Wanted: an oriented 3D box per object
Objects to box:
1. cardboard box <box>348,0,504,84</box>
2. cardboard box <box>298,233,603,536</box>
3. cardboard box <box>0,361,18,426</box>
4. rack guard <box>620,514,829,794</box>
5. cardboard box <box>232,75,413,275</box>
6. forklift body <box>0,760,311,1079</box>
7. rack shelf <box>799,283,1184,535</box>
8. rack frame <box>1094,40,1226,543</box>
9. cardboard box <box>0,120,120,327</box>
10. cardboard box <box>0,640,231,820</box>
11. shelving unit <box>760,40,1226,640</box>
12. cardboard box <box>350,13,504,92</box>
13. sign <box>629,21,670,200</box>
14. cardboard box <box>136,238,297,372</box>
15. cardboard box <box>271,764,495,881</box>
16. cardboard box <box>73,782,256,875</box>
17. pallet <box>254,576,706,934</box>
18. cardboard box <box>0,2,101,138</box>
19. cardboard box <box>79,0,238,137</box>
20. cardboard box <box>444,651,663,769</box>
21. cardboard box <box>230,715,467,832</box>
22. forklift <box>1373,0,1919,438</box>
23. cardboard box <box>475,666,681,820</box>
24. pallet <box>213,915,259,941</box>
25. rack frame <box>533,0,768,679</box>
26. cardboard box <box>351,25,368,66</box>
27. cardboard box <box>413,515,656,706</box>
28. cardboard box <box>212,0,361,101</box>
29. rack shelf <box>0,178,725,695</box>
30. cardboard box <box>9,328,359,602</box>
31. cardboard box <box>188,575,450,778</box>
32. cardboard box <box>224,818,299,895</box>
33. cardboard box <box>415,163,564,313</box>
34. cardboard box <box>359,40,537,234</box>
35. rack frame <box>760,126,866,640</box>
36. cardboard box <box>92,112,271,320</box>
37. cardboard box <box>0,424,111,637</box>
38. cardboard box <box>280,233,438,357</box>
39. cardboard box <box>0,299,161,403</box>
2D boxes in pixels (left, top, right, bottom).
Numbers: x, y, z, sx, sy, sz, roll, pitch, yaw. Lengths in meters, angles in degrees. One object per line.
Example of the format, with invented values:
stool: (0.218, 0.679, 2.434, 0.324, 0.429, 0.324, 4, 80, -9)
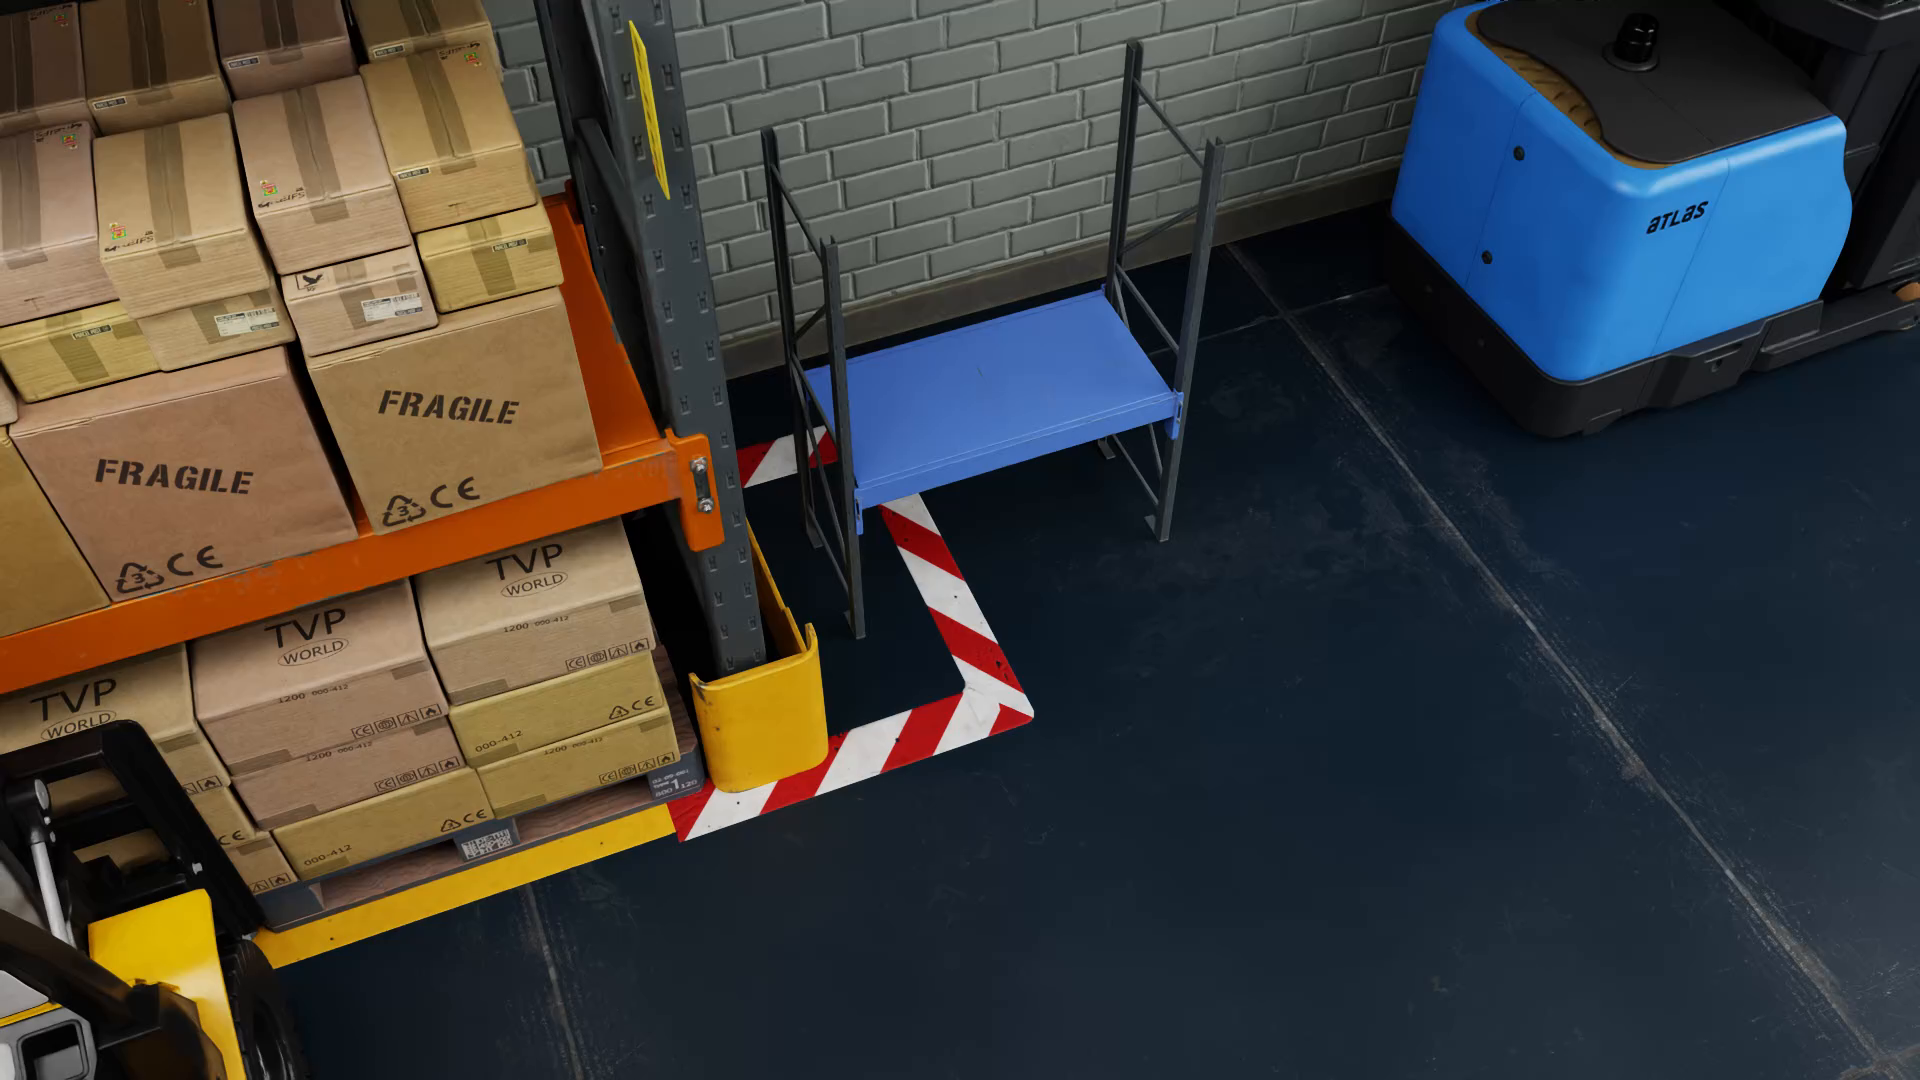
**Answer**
cardboard box: (-1.148, -1.102, 3.529, 0.250, 0.149, 0.380, -18, 52, -15)
cardboard box: (-1.112, -0.414, 3.563, 0.500, 0.500, 0.500, -18, 52, -15)
cardboard box: (-1.923, -0.356, 3.085, 0.250, 0.149, 0.380, -19, 52, -15)
rack guard: (-0.734, 0.100, 4.834, 0.348, 0.500, 1.175, -17, 52, -14)
cardboard box: (-1.224, -0.705, 3.188, 0.250, 0.149, 0.380, -17, 51, -14)
forklift body: (-1.822, 1.394, 2.635, 1.214, 2.155, 2.313, -17, 52, -14)
rack shelf: (0.079, -0.396, 4.838, 1.000, 0.185, 0.538, -17, 52, -14)
rack frame: (0.550, -0.659, 4.827, 0.032, 1.500, 0.500, -17, 52, -14)
cardboard box: (-1.715, -0.592, 3.091, 0.250, 0.149, 0.380, -17, 51, -14)
cardboard box: (-1.998, 0.379, 3.823, 0.500, 0.250, 0.500, -17, 51, -14)
shelving unit: (0.079, -0.513, 4.702, 1.048, 1.500, 0.538, -17, 52, -14)
cardboard box: (-1.168, -1.036, 3.669, 0.250, 0.149, 0.380, -18, 52, -15)
sign: (-0.564, -0.777, 3.020, 0.005, 0.325, 0.100, -17, 52, -14)
cardboard box: (-1.460, -0.529, 3.234, 0.250, 0.149, 0.380, -16, 51, -14)
cardboard box: (-1.535, 0.544, 4.341, 0.500, 0.250, 0.500, -17, 52, -14)
cardboard box: (-2.027, 0.547, 4.009, 0.500, 0.250, 0.500, -18, 52, -15)
pallet: (-1.448, 0.450, 4.724, 1.213, 0.211, 1.003, -17, 52, -14)
cardboard box: (-1.876, -0.904, 3.360, 0.250, 0.149, 0.380, -17, 51, -14)
cardboard box: (-1.642, -0.965, 3.412, 0.250, 0.149, 0.380, -16, 51, -14)
cardboard box: (-1.088, 0.248, 4.266, 0.500, 0.250, 0.500, -18, 52, -15)
cardboard box: (-1.557, 0.384, 4.149, 0.500, 0.250, 0.500, -18, 52, -15)
forklift: (3.057, -2.047, 5.076, 3.031, 2.935, 1.130, -19, 52, -15)
cardboard box: (-1.071, 0.408, 4.458, 0.500, 0.250, 0.500, -17, 51, -14)
pallet: (-2.576, 0.797, 4.426, 1.213, 0.211, 1.003, -17, 52, -14)
rack frame: (-0.756, -0.707, 3.880, 0.127, 3.000, 1.000, -17, 52, -14)
cardboard box: (-1.372, -0.921, 3.570, 0.250, 0.149, 0.380, -17, 52, -14)
cardboard box: (-1.064, 0.077, 4.083, 0.500, 0.250, 0.500, -16, 51, -13)
cardboard box: (-1.417, -1.069, 3.502, 0.250, 0.149, 0.380, -16, 51, -13)
rack shelf: (-2.607, 0.101, 3.660, 4.000, 0.370, 1.077, -17, 52, -14)
cardboard box: (-1.596, -0.272, 3.440, 0.500, 0.500, 0.500, -16, 51, -13)
cardboard box: (-1.535, 0.228, 3.954, 0.500, 0.250, 0.500, -16, 51, -14)
cardboard box: (-2.002, 0.682, 4.223, 0.500, 0.250, 0.500, -17, 51, -14)
cardboard box: (-0.971, -0.655, 3.342, 0.250, 0.149, 0.380, -17, 51, -14)
cardboard box: (-1.008, -0.797, 3.268, 0.250, 0.149, 0.380, -17, 51, -14)
rack frame: (-0.392, -0.367, 4.577, 0.032, 1.500, 0.500, -17, 52, -14)
cardboard box: (-1.456, -0.611, 3.108, 0.250, 0.149, 0.380, -16, 51, -13)
cardboard box: (-2.070, -0.125, 3.314, 0.500, 0.500, 0.500, -18, 52, -15)
cardboard box: (-1.196, -0.561, 3.261, 0.250, 0.149, 0.380, -16, 51, -14)
cardboard box: (-1.693, -0.466, 3.180, 0.250, 0.149, 0.380, -18, 52, -15)
